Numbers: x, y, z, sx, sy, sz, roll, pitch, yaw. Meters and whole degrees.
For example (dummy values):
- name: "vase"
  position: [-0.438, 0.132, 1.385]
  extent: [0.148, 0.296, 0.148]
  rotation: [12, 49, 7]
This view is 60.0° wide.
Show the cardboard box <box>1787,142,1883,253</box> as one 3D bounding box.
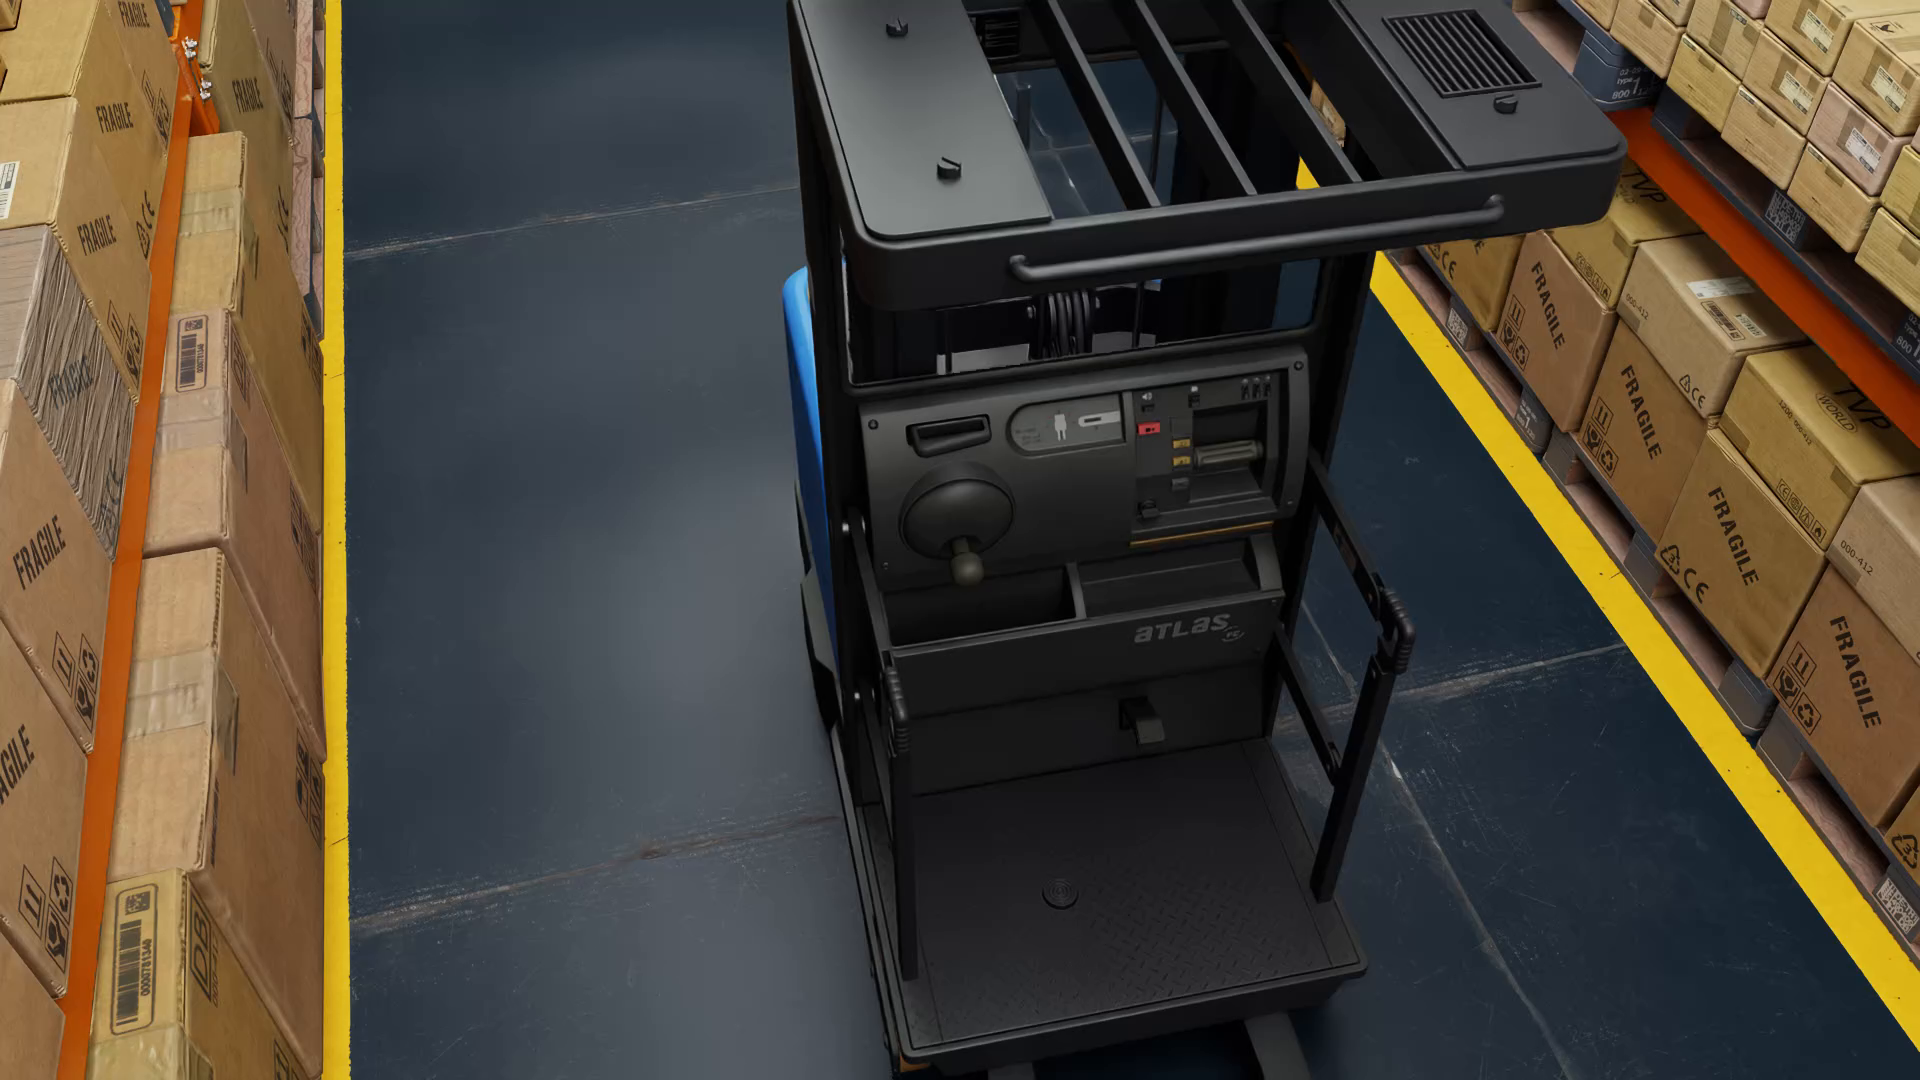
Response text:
- name: "cardboard box"
  position: [2.165, -0.814, 3.830]
  extent: [0.380, 0.149, 0.250]
  rotation: [-9, 46, -9]

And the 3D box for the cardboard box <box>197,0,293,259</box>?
- name: "cardboard box"
  position: [-2.878, -1.410, 5.725]
  extent: [0.875, 0.875, 0.875]
  rotation: [-11, 47, -10]

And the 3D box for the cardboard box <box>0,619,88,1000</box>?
- name: "cardboard box"
  position: [-1.758, 0.449, 2.640]
  extent: [0.500, 0.500, 0.500]
  rotation: [-12, 47, -11]

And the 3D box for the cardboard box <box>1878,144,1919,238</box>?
- name: "cardboard box"
  position: [2.227, -0.743, 3.552]
  extent: [0.380, 0.149, 0.250]
  rotation: [-11, 47, -11]

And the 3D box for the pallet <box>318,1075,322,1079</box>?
- name: "pallet"
  position: [-1.891, 1.643, 3.492]
  extent: [1.003, 0.211, 1.213]
  rotation: [-11, 47, -10]

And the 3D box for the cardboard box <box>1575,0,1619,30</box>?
- name: "cardboard box"
  position: [1.891, -1.539, 4.540]
  extent: [0.380, 0.149, 0.250]
  rotation: [-10, 46, -10]

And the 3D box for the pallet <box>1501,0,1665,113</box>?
- name: "pallet"
  position: [2.090, -1.752, 5.001]
  extent: [1.003, 0.211, 1.213]
  rotation: [-11, 47, -10]

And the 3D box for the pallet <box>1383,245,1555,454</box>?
- name: "pallet"
  position: [2.235, -0.860, 5.945]
  extent: [1.003, 0.211, 1.213]
  rotation: [-11, 47, -10]

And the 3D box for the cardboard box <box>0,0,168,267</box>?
- name: "cardboard box"
  position: [-2.282, -0.956, 4.016]
  extent: [0.500, 0.500, 0.500]
  rotation: [-9, 46, -9]

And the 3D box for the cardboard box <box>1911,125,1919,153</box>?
- name: "cardboard box"
  position: [2.233, -0.840, 3.438]
  extent: [0.380, 0.149, 0.250]
  rotation: [-11, 47, -10]

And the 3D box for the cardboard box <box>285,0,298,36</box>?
- name: "cardboard box"
  position: [-3.336, -2.646, 6.937]
  extent: [0.875, 0.875, 0.875]
  rotation: [-11, 47, -10]

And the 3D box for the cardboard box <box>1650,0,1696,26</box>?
- name: "cardboard box"
  position: [1.964, -1.459, 4.253]
  extent: [0.380, 0.149, 0.250]
  rotation: [-9, 46, -9]

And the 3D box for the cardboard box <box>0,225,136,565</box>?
- name: "cardboard box"
  position: [-2.018, -0.249, 3.324]
  extent: [0.500, 0.500, 0.500]
  rotation: [-11, 47, -10]

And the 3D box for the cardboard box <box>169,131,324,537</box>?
- name: "cardboard box"
  position: [-2.603, -0.502, 4.835]
  extent: [1.225, 0.875, 0.875]
  rotation: [-11, 47, -10]

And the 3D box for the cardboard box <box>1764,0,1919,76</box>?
- name: "cardboard box"
  position: [2.095, -1.207, 3.798]
  extent: [0.380, 0.149, 0.250]
  rotation: [-9, 46, -9]

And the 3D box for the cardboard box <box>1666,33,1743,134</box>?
- name: "cardboard box"
  position: [2.030, -1.176, 4.184]
  extent: [0.380, 0.149, 0.250]
  rotation: [-11, 47, -11]

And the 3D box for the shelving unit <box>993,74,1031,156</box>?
- name: "shelving unit"
  position: [-0.091, -0.881, 5.063]
  extent: [0.431, 1.500, 0.755]
  rotation: [-9, 46, -8]

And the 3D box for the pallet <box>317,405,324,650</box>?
- name: "pallet"
  position: [-2.516, -0.042, 5.143]
  extent: [1.003, 0.211, 1.213]
  rotation: [-11, 47, -10]

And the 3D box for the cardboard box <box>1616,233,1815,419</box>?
- name: "cardboard box"
  position: [2.233, -0.630, 4.698]
  extent: [0.500, 0.250, 0.500]
  rotation: [-9, 46, -9]

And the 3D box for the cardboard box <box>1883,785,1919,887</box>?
- name: "cardboard box"
  position: [2.637, 0.709, 3.911]
  extent: [0.500, 0.500, 0.500]
  rotation: [-11, 47, -11]

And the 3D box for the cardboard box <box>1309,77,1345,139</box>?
- name: "cardboard box"
  position: [1.605, -1.731, 6.549]
  extent: [0.380, 0.149, 0.250]
  rotation: [-10, 46, -10]

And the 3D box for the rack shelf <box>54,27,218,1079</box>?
- name: "rack shelf"
  position: [-2.274, 0.096, 3.559]
  extent: [1.077, 0.370, 4.000]
  rotation: [-11, 47, -10]

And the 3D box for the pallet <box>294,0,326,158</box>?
- name: "pallet"
  position: [-3.221, -1.944, 7.007]
  extent: [1.003, 0.211, 1.213]
  rotation: [-11, 47, -10]

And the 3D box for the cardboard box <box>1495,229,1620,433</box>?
- name: "cardboard box"
  position: [2.104, -0.722, 5.314]
  extent: [0.500, 0.500, 0.500]
  rotation: [-9, 46, -9]

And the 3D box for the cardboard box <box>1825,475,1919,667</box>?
- name: "cardboard box"
  position: [2.490, 0.083, 4.000]
  extent: [0.500, 0.250, 0.500]
  rotation: [-10, 46, -10]

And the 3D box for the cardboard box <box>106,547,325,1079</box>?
- name: "cardboard box"
  position: [-2.139, 0.725, 3.633]
  extent: [1.225, 0.875, 0.875]
  rotation: [-11, 47, -10]

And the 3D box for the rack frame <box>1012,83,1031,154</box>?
- name: "rack frame"
  position: [-0.015, -0.625, 4.812]
  extent: [0.400, 1.500, 0.023]
  rotation: [-9, 46, -8]

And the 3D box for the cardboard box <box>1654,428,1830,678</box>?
- name: "cardboard box"
  position: [2.357, -0.012, 4.618]
  extent: [0.500, 0.500, 0.500]
  rotation: [-13, 47, -12]

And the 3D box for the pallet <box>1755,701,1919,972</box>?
- name: "pallet"
  position: [2.860, 0.824, 4.294]
  extent: [1.003, 0.211, 1.213]
  rotation: [-11, 47, -10]

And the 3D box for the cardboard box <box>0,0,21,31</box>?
- name: "cardboard box"
  position: [-2.615, -1.483, 3.831]
  extent: [0.797, 0.503, 0.637]
  rotation: [-12, 47, -11]

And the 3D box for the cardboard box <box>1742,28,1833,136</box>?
- name: "cardboard box"
  position: [2.093, -1.101, 3.903]
  extent: [0.380, 0.149, 0.250]
  rotation: [-12, 47, -11]

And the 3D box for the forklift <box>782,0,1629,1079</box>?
- name: "forklift"
  position: [0.311, -0.053, 3.250]
  extent: [1.130, 2.935, 3.031]
  rotation: [-9, 46, -8]
